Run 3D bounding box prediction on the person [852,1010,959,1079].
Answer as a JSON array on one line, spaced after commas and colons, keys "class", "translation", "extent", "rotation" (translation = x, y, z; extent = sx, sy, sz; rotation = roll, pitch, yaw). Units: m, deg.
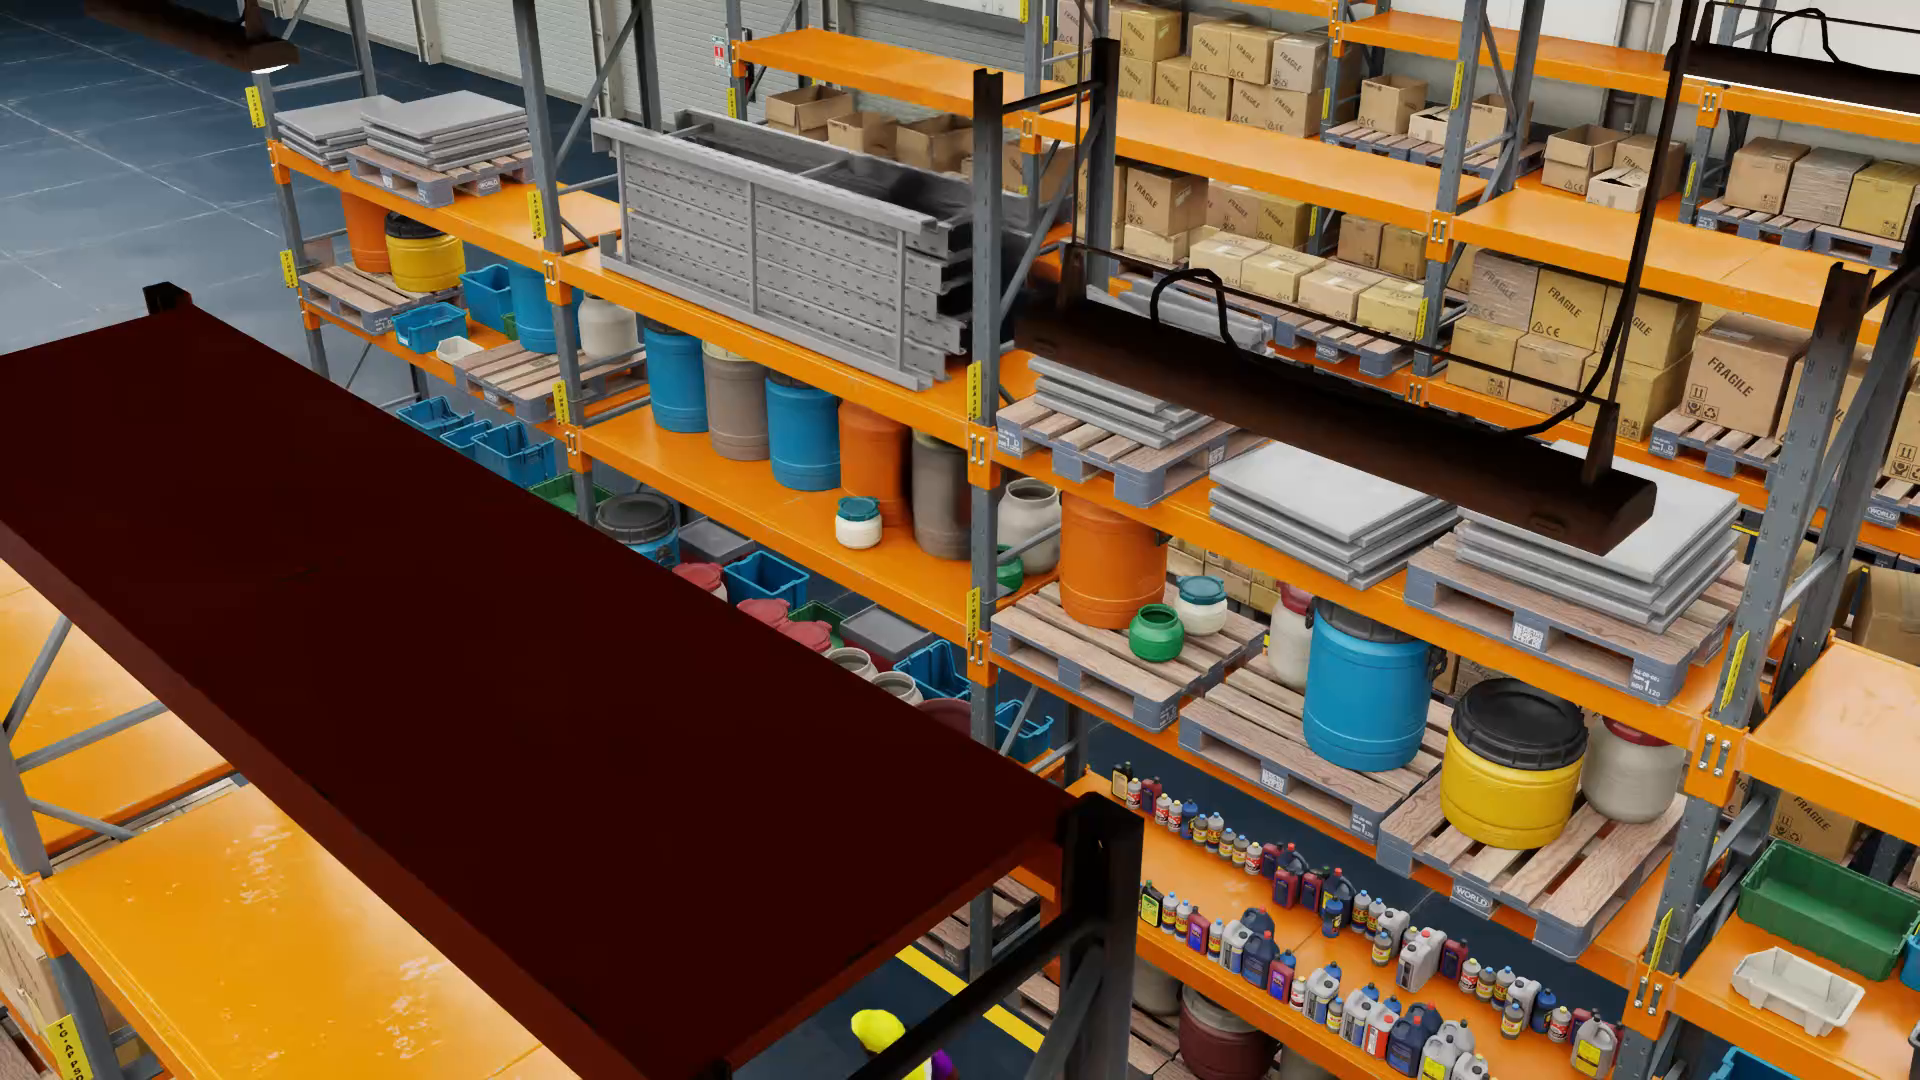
[{"class": "person", "translation": [-0.387, 3.041, 8.510], "extent": [0.575, 1.707, 0.694], "rotation": [19, 34, 29]}]
